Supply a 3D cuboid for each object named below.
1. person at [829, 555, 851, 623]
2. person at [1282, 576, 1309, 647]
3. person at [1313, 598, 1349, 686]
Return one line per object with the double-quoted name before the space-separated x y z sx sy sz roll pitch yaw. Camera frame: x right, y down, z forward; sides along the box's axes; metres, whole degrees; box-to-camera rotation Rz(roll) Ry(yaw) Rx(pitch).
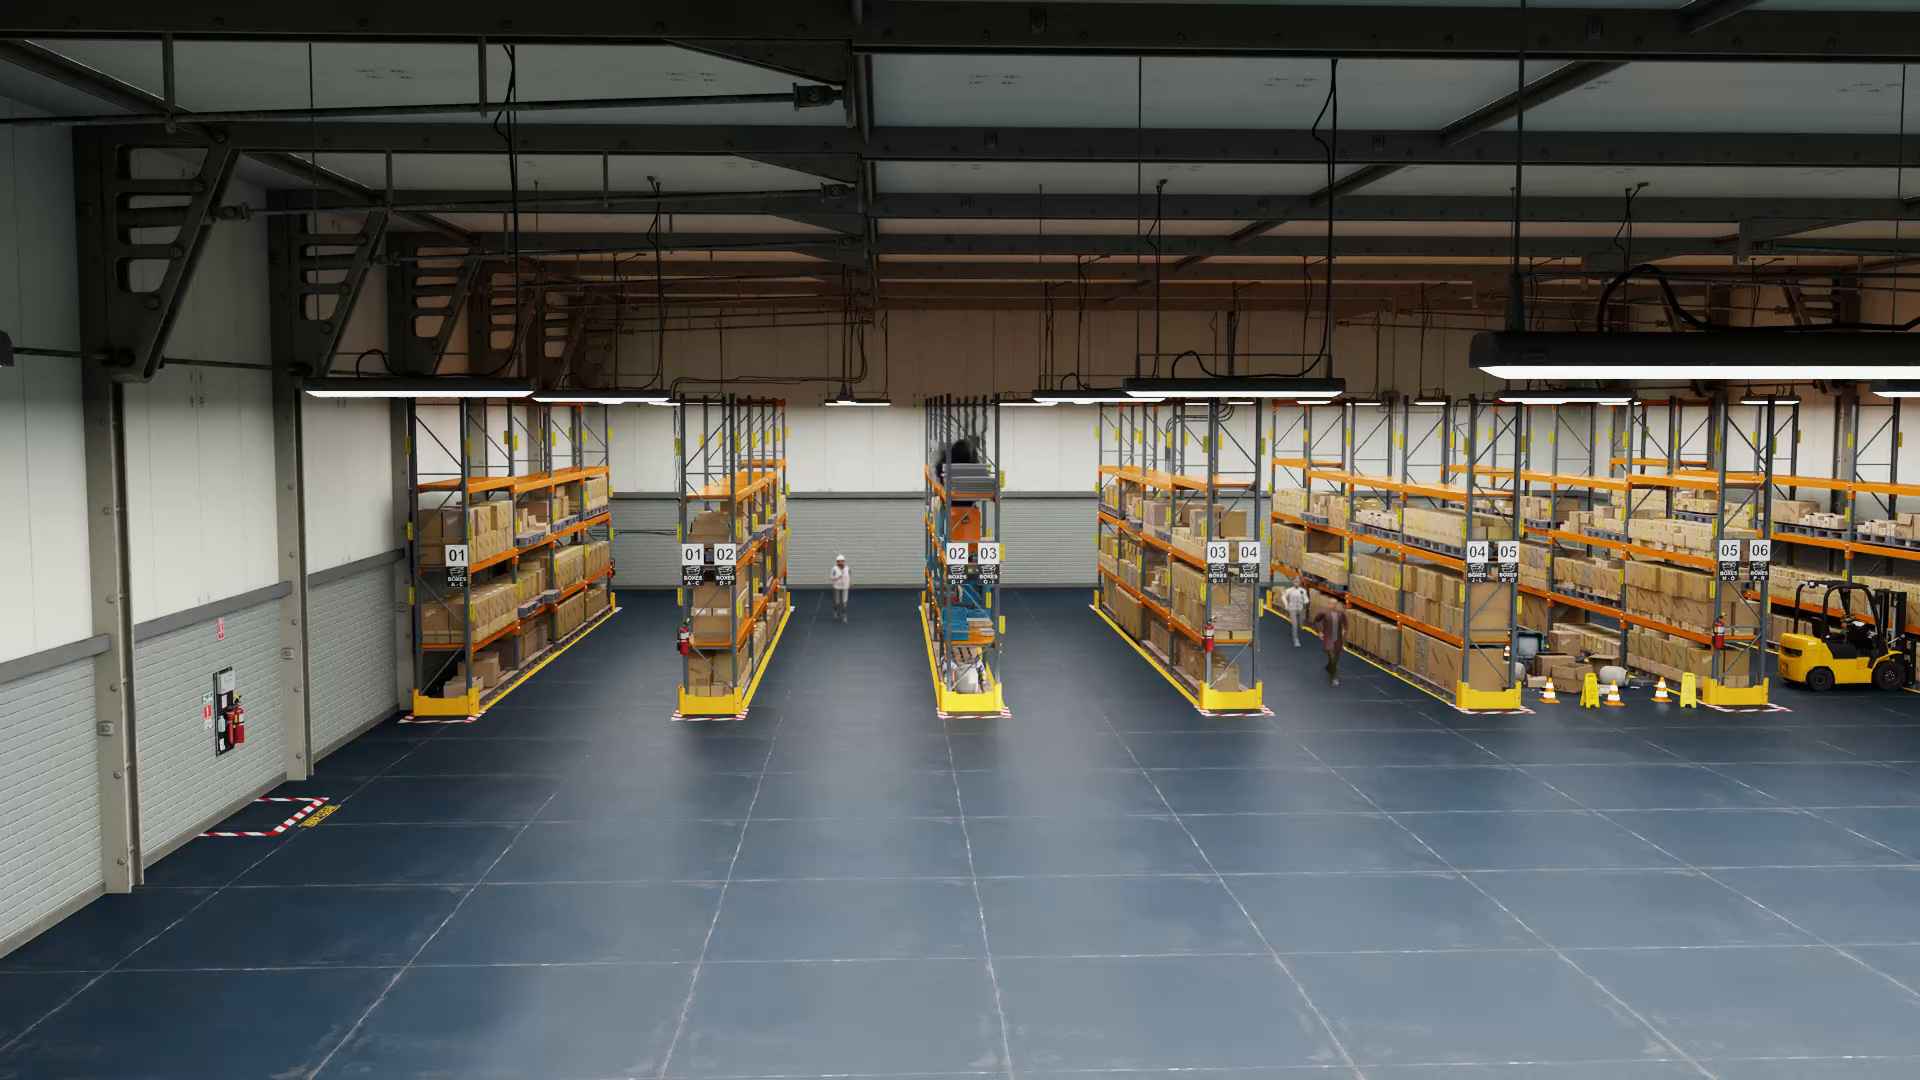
"person" -3.202 1.287 44.583 0.652 1.767 0.969 -1 5 -17
"person" 8.114 1.701 40.161 0.622 1.670 0.896 0 5 -3
"person" 7.754 2.100 34.696 0.716 1.788 0.920 -1 5 -10
